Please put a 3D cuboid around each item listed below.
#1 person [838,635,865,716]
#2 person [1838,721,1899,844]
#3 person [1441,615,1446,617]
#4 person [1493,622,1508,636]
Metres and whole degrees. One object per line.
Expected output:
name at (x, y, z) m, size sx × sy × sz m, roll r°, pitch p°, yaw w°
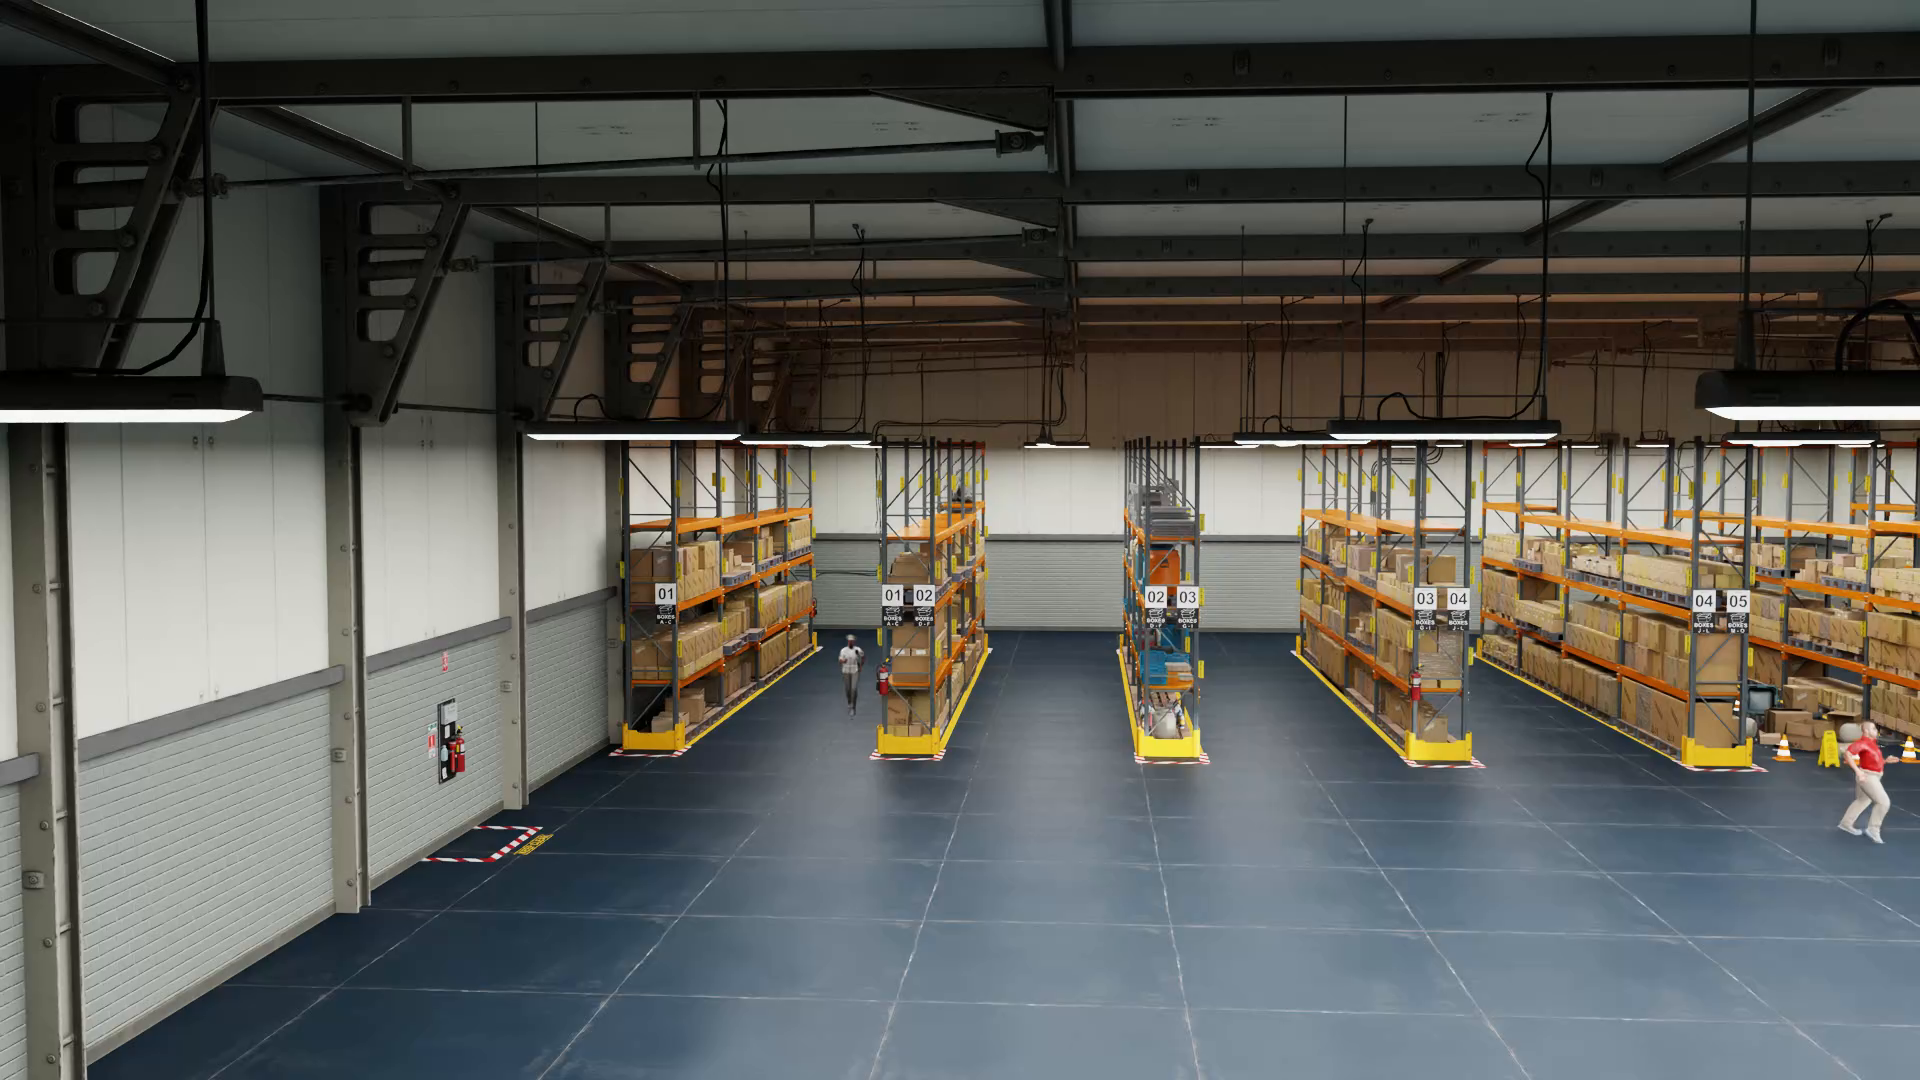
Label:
person at (-2.370, 2.925, 36.247) m, size 0.566 × 1.741 × 0.772 m, roll 0°, pitch 3°, yaw 5°
person at (13.354, 3.566, 24.429) m, size 0.756 × 1.800 × 0.635 m, roll 2°, pitch 4°, yaw 33°
person at (13.219, 2.455, 46.370) m, size 0.657 × 1.577 × 0.916 m, roll 1°, pitch 3°, yaw 25°
person at (15.532, 2.381, 47.616) m, size 0.550 × 1.563 × 0.767 m, roll 1°, pitch 3°, yaw 22°
